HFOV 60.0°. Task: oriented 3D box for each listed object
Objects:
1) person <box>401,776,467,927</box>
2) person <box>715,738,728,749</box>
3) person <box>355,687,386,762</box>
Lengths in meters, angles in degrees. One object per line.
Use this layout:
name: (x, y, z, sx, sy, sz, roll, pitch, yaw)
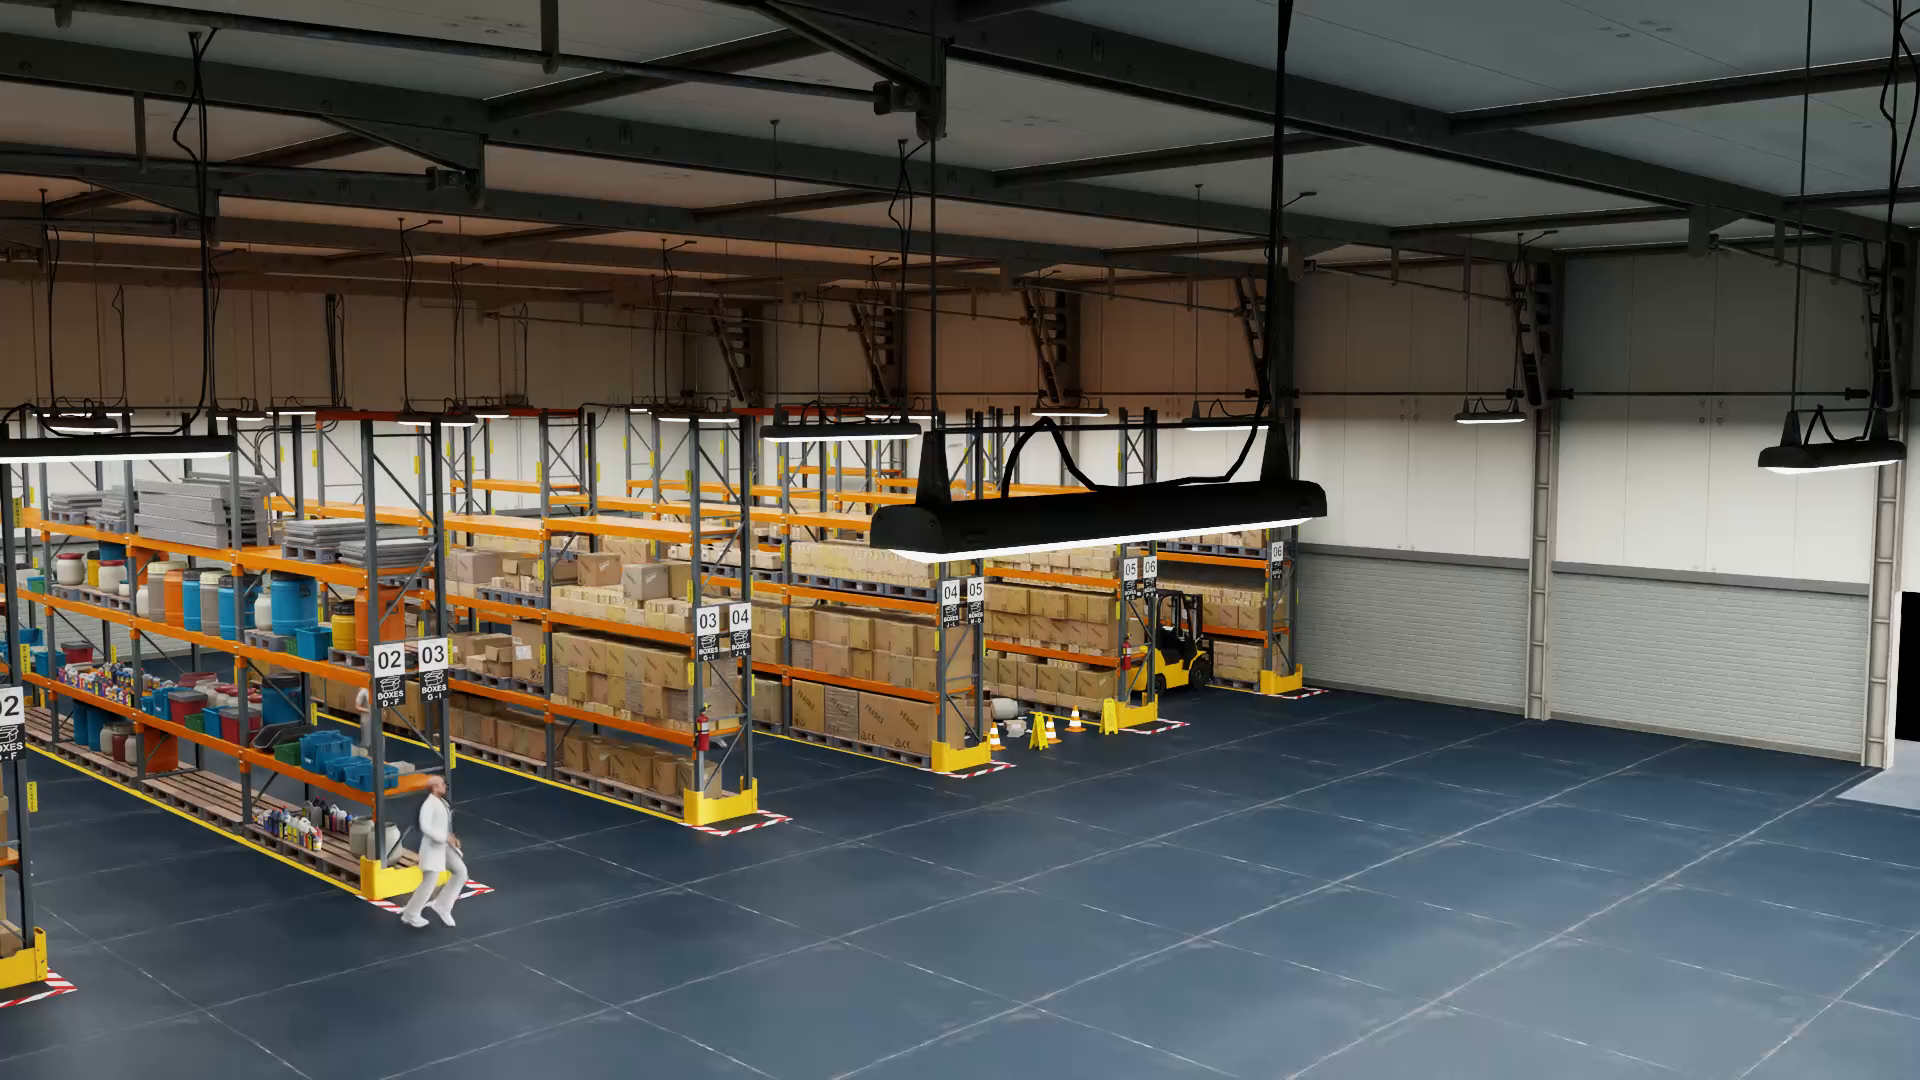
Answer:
person: (-6.274, 3.713, 19.894, 0.716, 1.783, 0.756, 0, 5, 2)
person: (-4.552, 2.852, 29.768, 0.857, 1.713, 0.562, 4, 6, 37)
person: (-9.813, 3.043, 27.687, 0.856, 1.696, 0.583, 4, 6, 37)
